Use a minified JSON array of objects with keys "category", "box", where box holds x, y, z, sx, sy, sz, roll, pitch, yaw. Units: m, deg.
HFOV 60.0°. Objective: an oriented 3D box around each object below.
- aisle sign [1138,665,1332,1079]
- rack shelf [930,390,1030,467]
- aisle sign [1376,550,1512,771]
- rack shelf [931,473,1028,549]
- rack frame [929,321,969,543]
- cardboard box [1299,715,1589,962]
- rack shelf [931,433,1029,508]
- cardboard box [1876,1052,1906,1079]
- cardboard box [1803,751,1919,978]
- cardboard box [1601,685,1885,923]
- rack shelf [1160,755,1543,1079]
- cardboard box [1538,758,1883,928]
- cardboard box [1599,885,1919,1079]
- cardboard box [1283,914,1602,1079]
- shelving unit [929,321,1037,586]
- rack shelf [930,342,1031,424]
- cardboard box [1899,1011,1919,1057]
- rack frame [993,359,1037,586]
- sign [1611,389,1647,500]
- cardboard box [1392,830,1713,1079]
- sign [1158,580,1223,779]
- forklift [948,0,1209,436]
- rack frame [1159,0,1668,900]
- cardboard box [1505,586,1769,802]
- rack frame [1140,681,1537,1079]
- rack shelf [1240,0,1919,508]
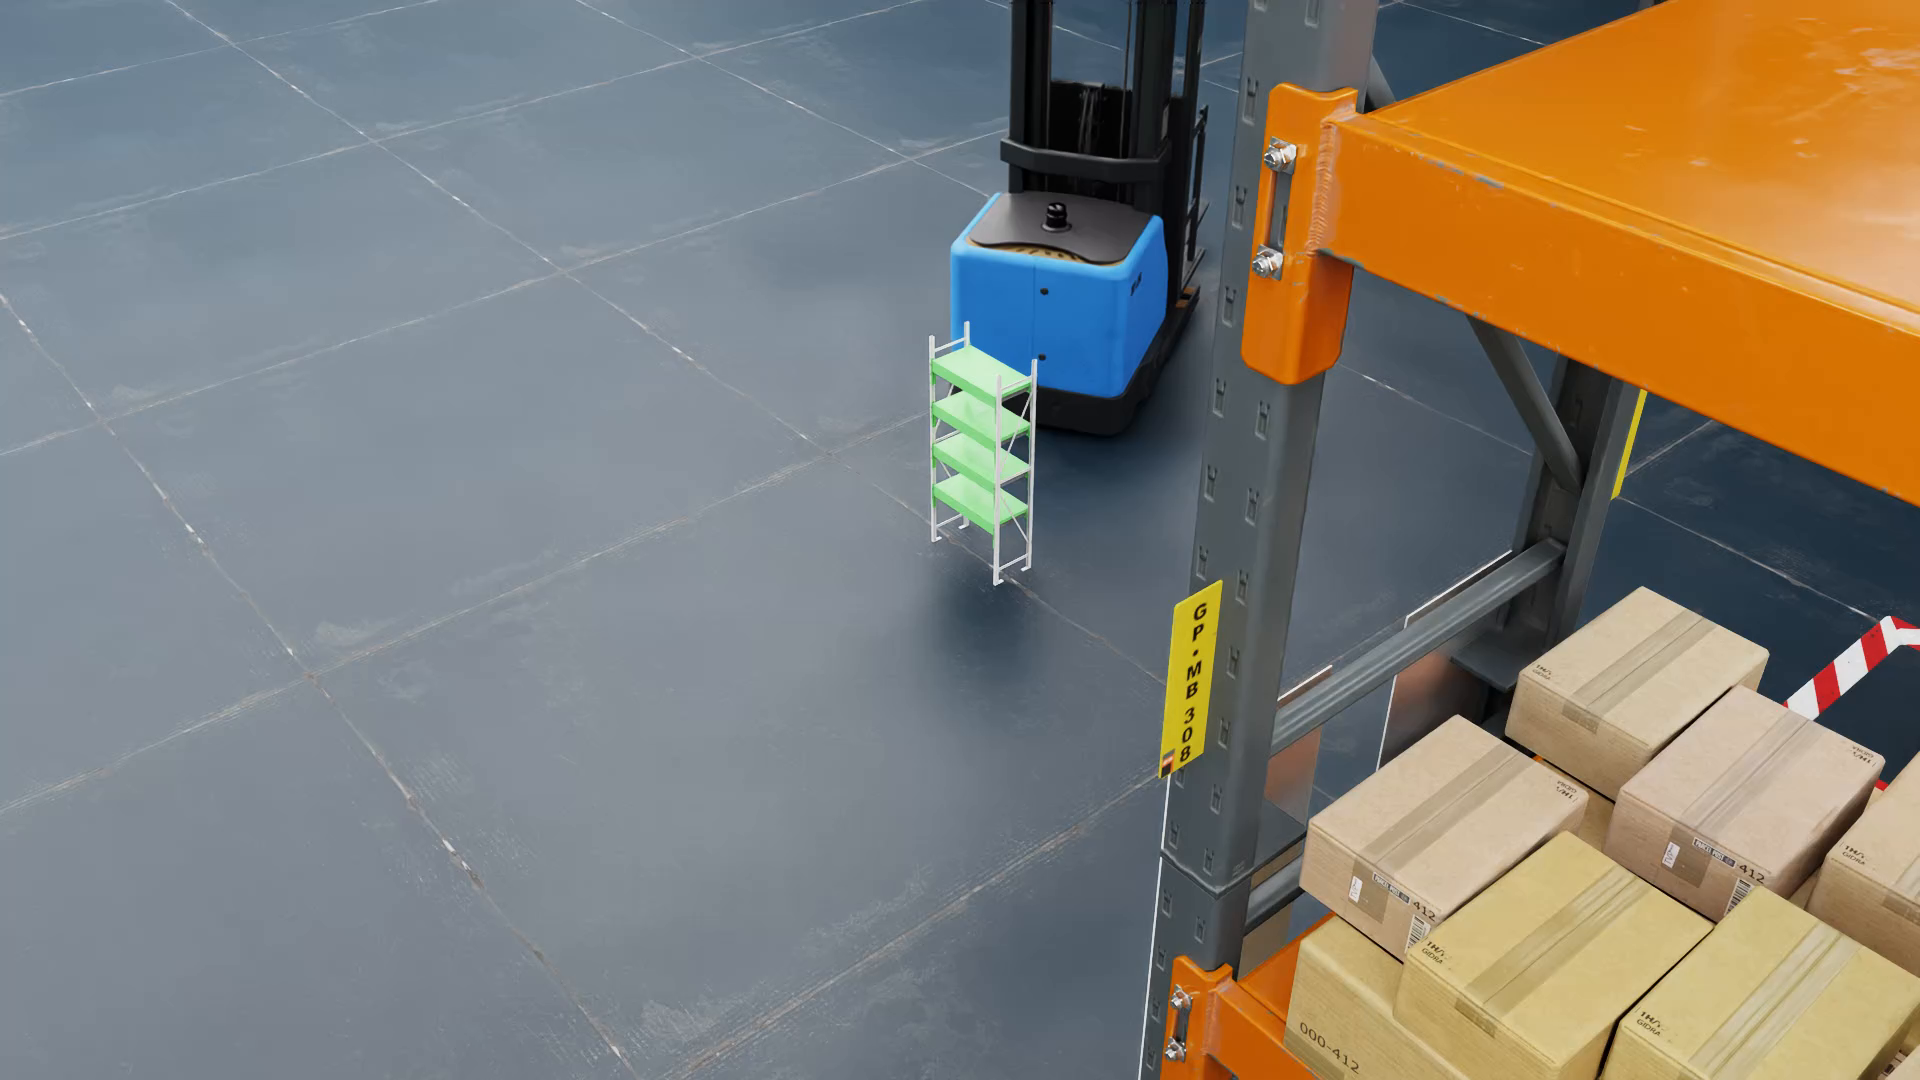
[{"category":"aisle sign","box":[0.481,0.608,2.948,0.394,0.787,0.004,-26,43,-32]},{"category":"rack shelf","box":[0.107,-0.560,8.099,0.258,0.148,0.480,-26,43,-32]},{"category":"aisle sign","box":[0.939,0.384,3.264,0.394,0.787,0.004,-26,43,-32]},{"category":"rack shelf","box":[0.107,-0.169,8.377,0.258,0.148,0.480,-26,43,-32]},{"category":"rack frame","box":[-0.051,-0.524,8.353,0.240,1.200,0.015,-26,43,-32]},{"category":"cardboard box","box":[0.751,0.466,2.587,0.380,0.149,0.250,-26,43,-32]},{"category":"rack shelf","box":[0.107,-0.364,8.238,0.258,0.148,0.480,-26,43,-32]},{"category":"cardboard box","box":[1.201,0.956,2.241,0.500,0.250,0.500,-27,43,-33]},{"category":"cardboard box","box":[1.506,0.503,2.535,0.380,0.149,0.250,-28,44,-34]},{"category":"cardboard box","box":[1.246,0.423,2.648,0.380,0.149,0.250,-28,44,-33]},{"category":"rack shelf","box":[2.041,1.537,1.913,1.077,0.370,4.000,-26,43,-32]},{"category":"cardboard box","box":[1.255,0.539,2.829,0.500,0.250,0.500,-25,42,-31]},{"category":"cardboard box","box":[1.102,0.682,2.282,0.380,0.149,0.250,-27,43,-33]},{"category":"cardboard box","box":[0.864,0.730,2.559,0.500,0.250,0.500,-25,42,-30]},{"category":"shelving unit","box":[0.107,-0.417,8.201,0.258,1.200,0.503,-26,43,-32]},{"category":"rack shelf","box":[0.107,-0.756,7.961,0.258,0.148,0.480,-26,43,-32]},{"category":"cardboard box","box":[1.580,0.759,2.519,0.500,0.250,0.500,-26,43,-32]},{"category":"rack frame","box":[0.264,-0.309,8.049,0.240,1.200,0.015,-26,43,-32]},{"category":"sign","box":[1.187,-0.200,2.976,0.100,0.325,0.005,-26,43,-32]},{"category":"cardboard box","box":[0.845,0.617,2.374,0.380,0.149,0.250,-25,42,-31]},{"category":"sign","box":[0.336,0.206,2.414,0.100,0.325,0.005,-26,43,-32]},{"category":"forklift","box":[0.908,-2.633,9.833,1.130,2.935,3.031,12,37,16]},{"category":"rack frame","box":[0.750,-0.864,2.085,1.000,3.000,0.127,-26,43,-32]},{"category":"cardboard box","box":[1.168,0.265,2.872,0.380,0.149,0.250,-26,43,-32]},{"category":"rack frame","box":[0.750,1.584,3.819,1.000,3.000,0.127,-26,43,-32]},{"category":"rack shelf","box":[2.041,0.314,1.047,1.077,0.370,4.000,-26,43,-32]}]
